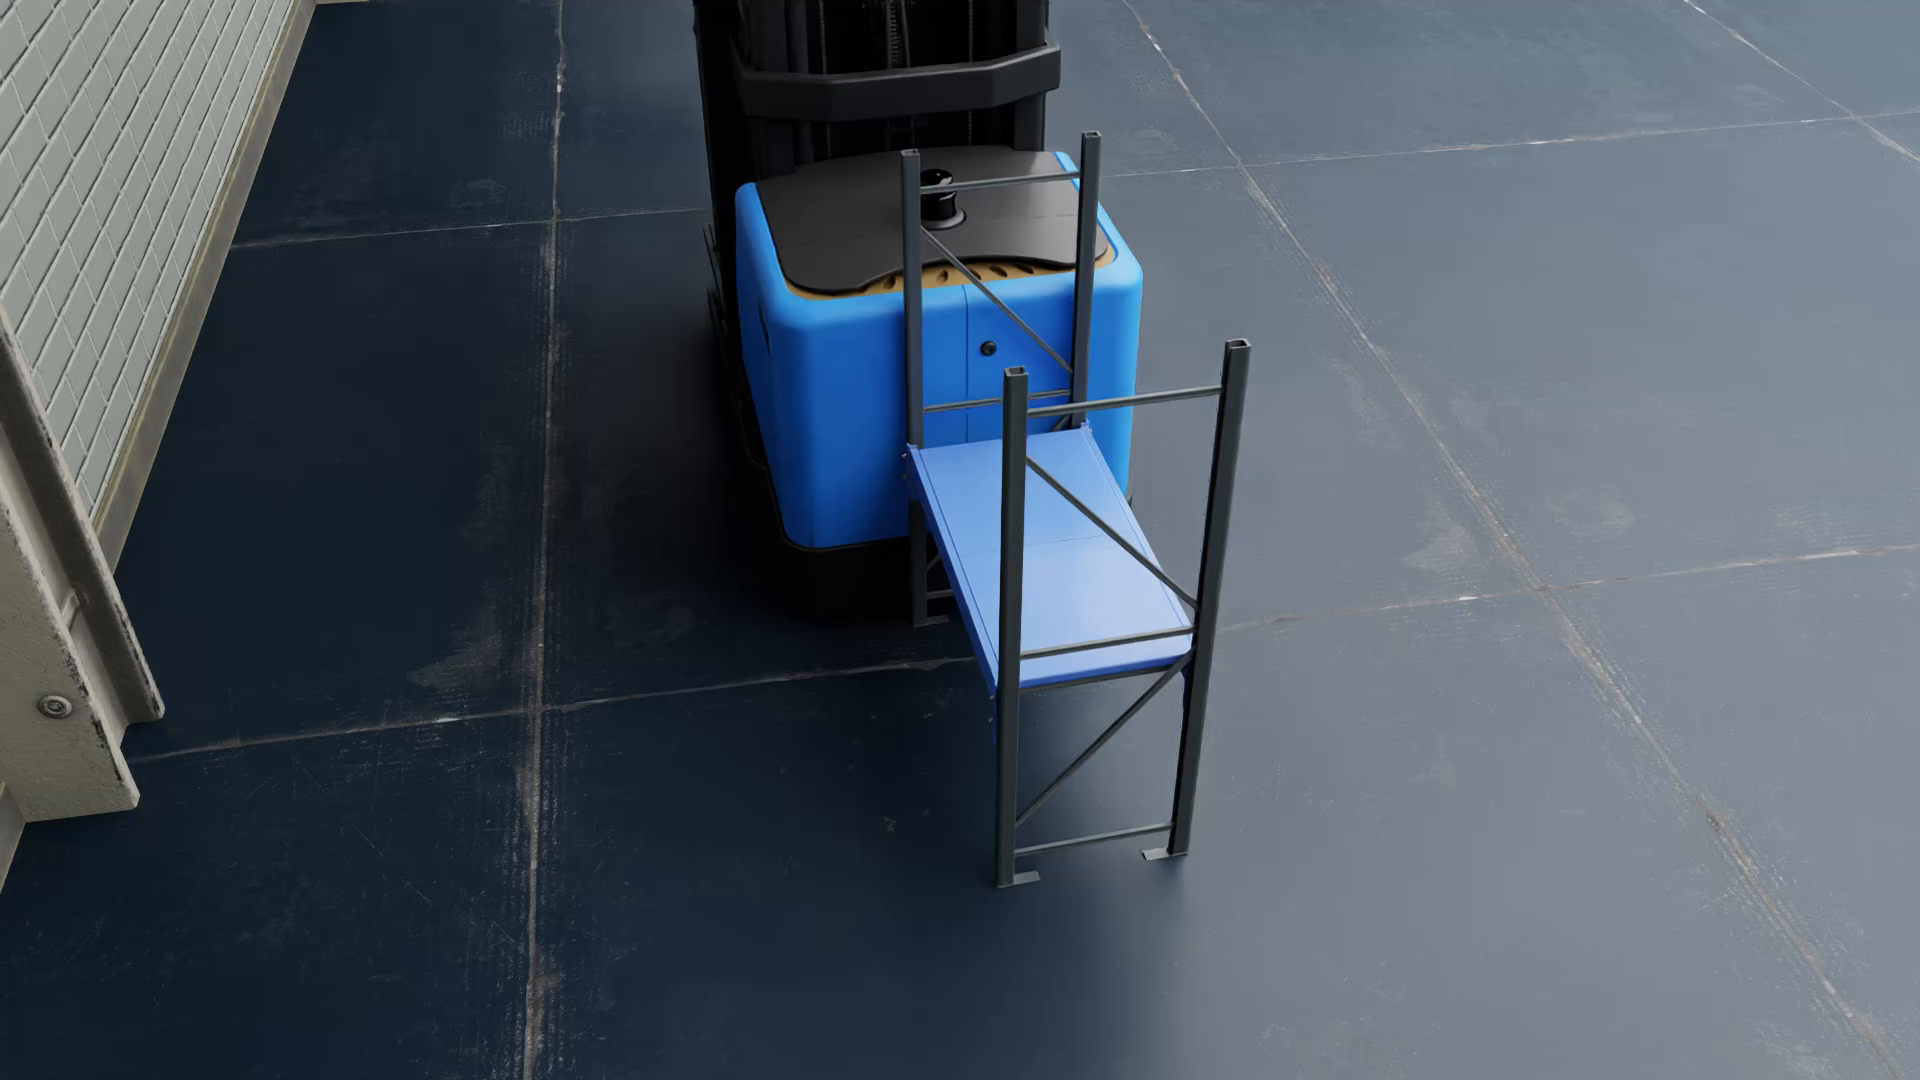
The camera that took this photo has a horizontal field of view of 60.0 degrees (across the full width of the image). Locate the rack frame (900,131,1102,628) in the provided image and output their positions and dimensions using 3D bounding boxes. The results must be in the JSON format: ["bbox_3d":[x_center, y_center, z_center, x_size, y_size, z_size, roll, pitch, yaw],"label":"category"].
[{"bbox_3d":[0.102,-0.375,4.510,0.500,1.500,0.032,-8,39,-10],"label":"rack frame"}]

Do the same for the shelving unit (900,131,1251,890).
[{"bbox_3d":[0.217,-0.071,4.119,0.538,1.500,1.048,-8,39,-10],"label":"shelving unit"}]

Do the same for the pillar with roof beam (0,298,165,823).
[{"bbox_3d":[1.897,-3.418,2.314,9.100,9.000,0.400,-6,38,-8],"label":"pillar with roof beam"}]

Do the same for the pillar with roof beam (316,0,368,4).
[{"bbox_3d":[0.845,-7.042,6.979,9.100,9.000,0.400,-6,38,-8],"label":"pillar with roof beam"}]

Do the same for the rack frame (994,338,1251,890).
[{"bbox_3d":[0.332,0.233,3.728,0.500,1.500,0.032,-8,39,-10],"label":"rack frame"}]

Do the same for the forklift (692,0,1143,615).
[{"bbox_3d":[-0.321,-1.844,5.235,1.130,2.935,3.031,-8,39,-10],"label":"forklift"}]

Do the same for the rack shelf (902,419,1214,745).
[{"bbox_3d":[0.217,0.071,4.229,0.538,0.185,1.000,-8,39,-10],"label":"rack shelf"}]
